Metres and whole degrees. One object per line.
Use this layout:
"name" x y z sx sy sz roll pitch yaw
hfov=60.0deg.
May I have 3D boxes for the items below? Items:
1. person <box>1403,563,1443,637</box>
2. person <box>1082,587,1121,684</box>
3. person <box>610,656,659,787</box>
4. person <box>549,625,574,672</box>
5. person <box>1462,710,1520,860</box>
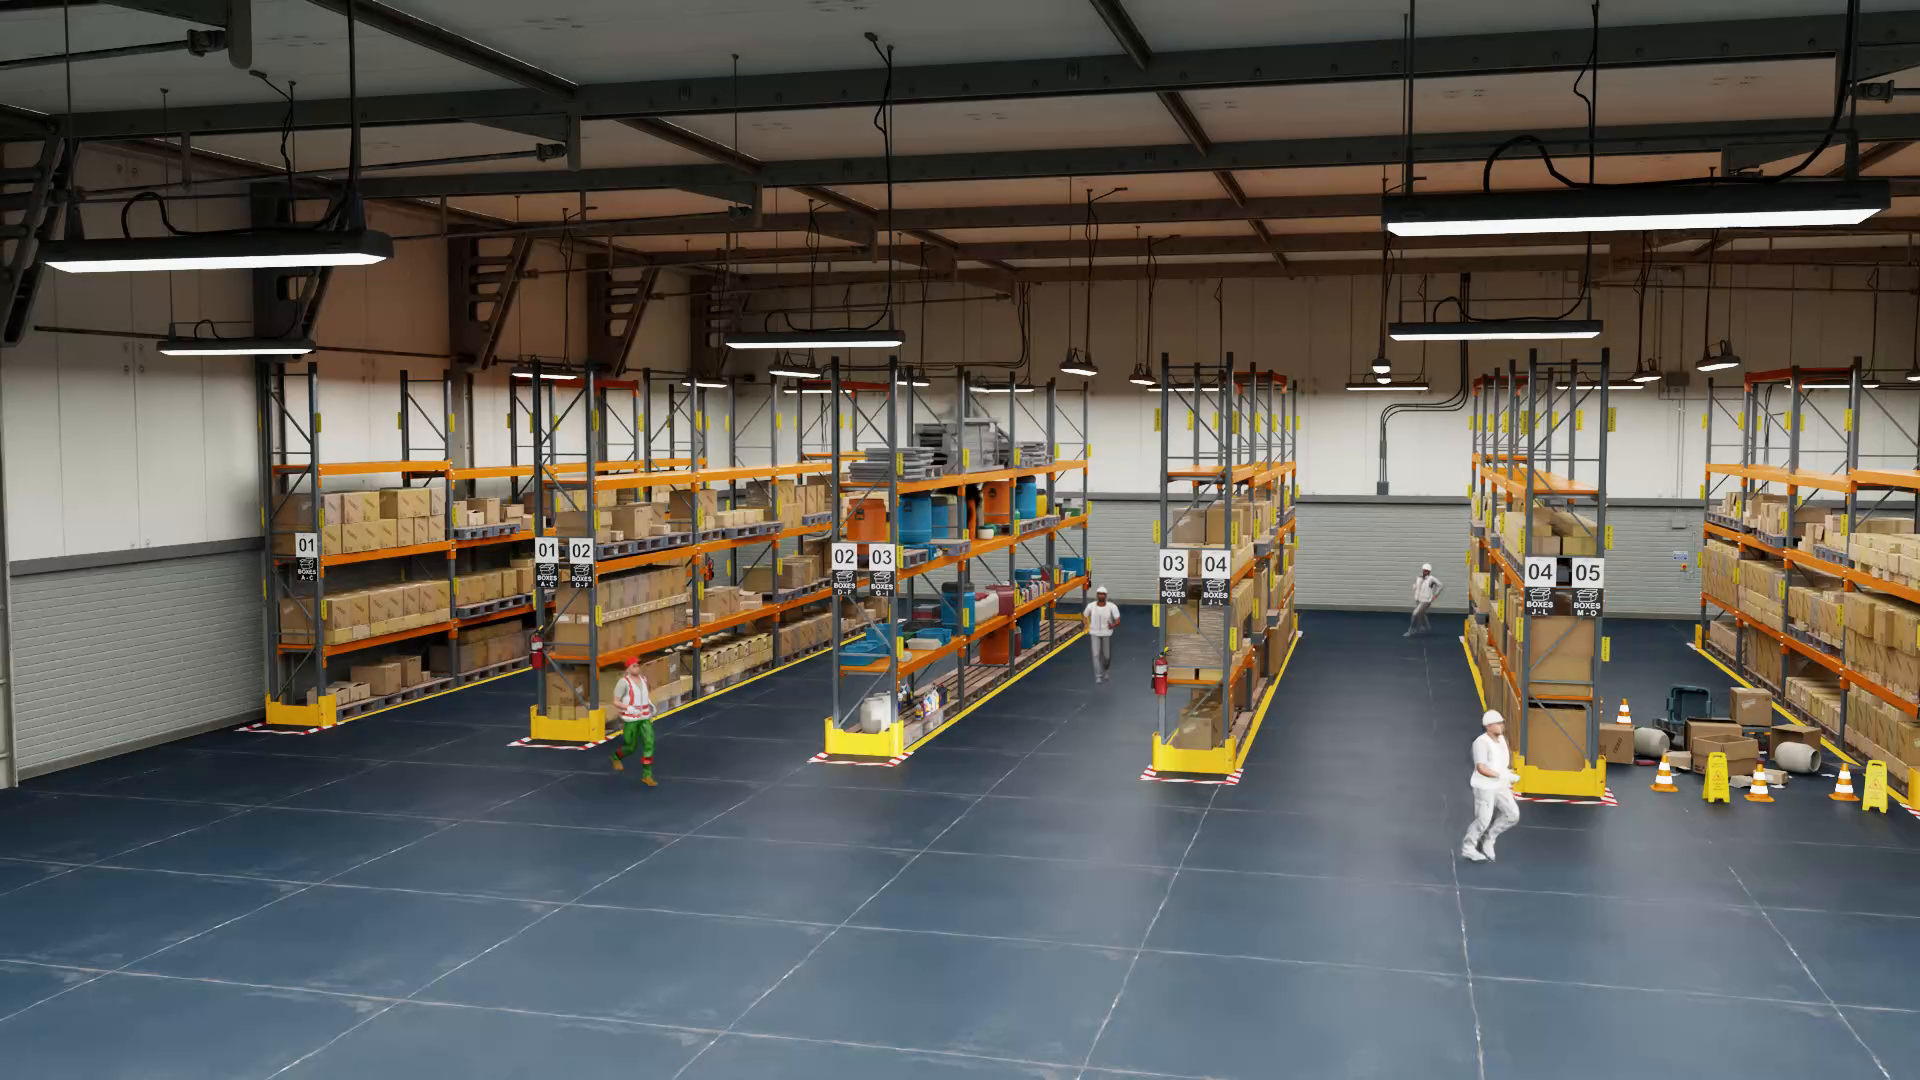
"person" 10.885 1.415 39.004 0.836 1.765 0.779 -2 5 -30
"person" 2.556 1.721 30.202 0.711 1.746 0.728 1 4 9
"person" -4.510 2.499 23.138 0.957 1.774 0.671 4 6 44
"person" -7.165 2.077 30.071 0.588 1.612 0.815 0 4 6
"person" 6.050 2.789 18.823 0.667 1.734 0.738 -4 5 -41
